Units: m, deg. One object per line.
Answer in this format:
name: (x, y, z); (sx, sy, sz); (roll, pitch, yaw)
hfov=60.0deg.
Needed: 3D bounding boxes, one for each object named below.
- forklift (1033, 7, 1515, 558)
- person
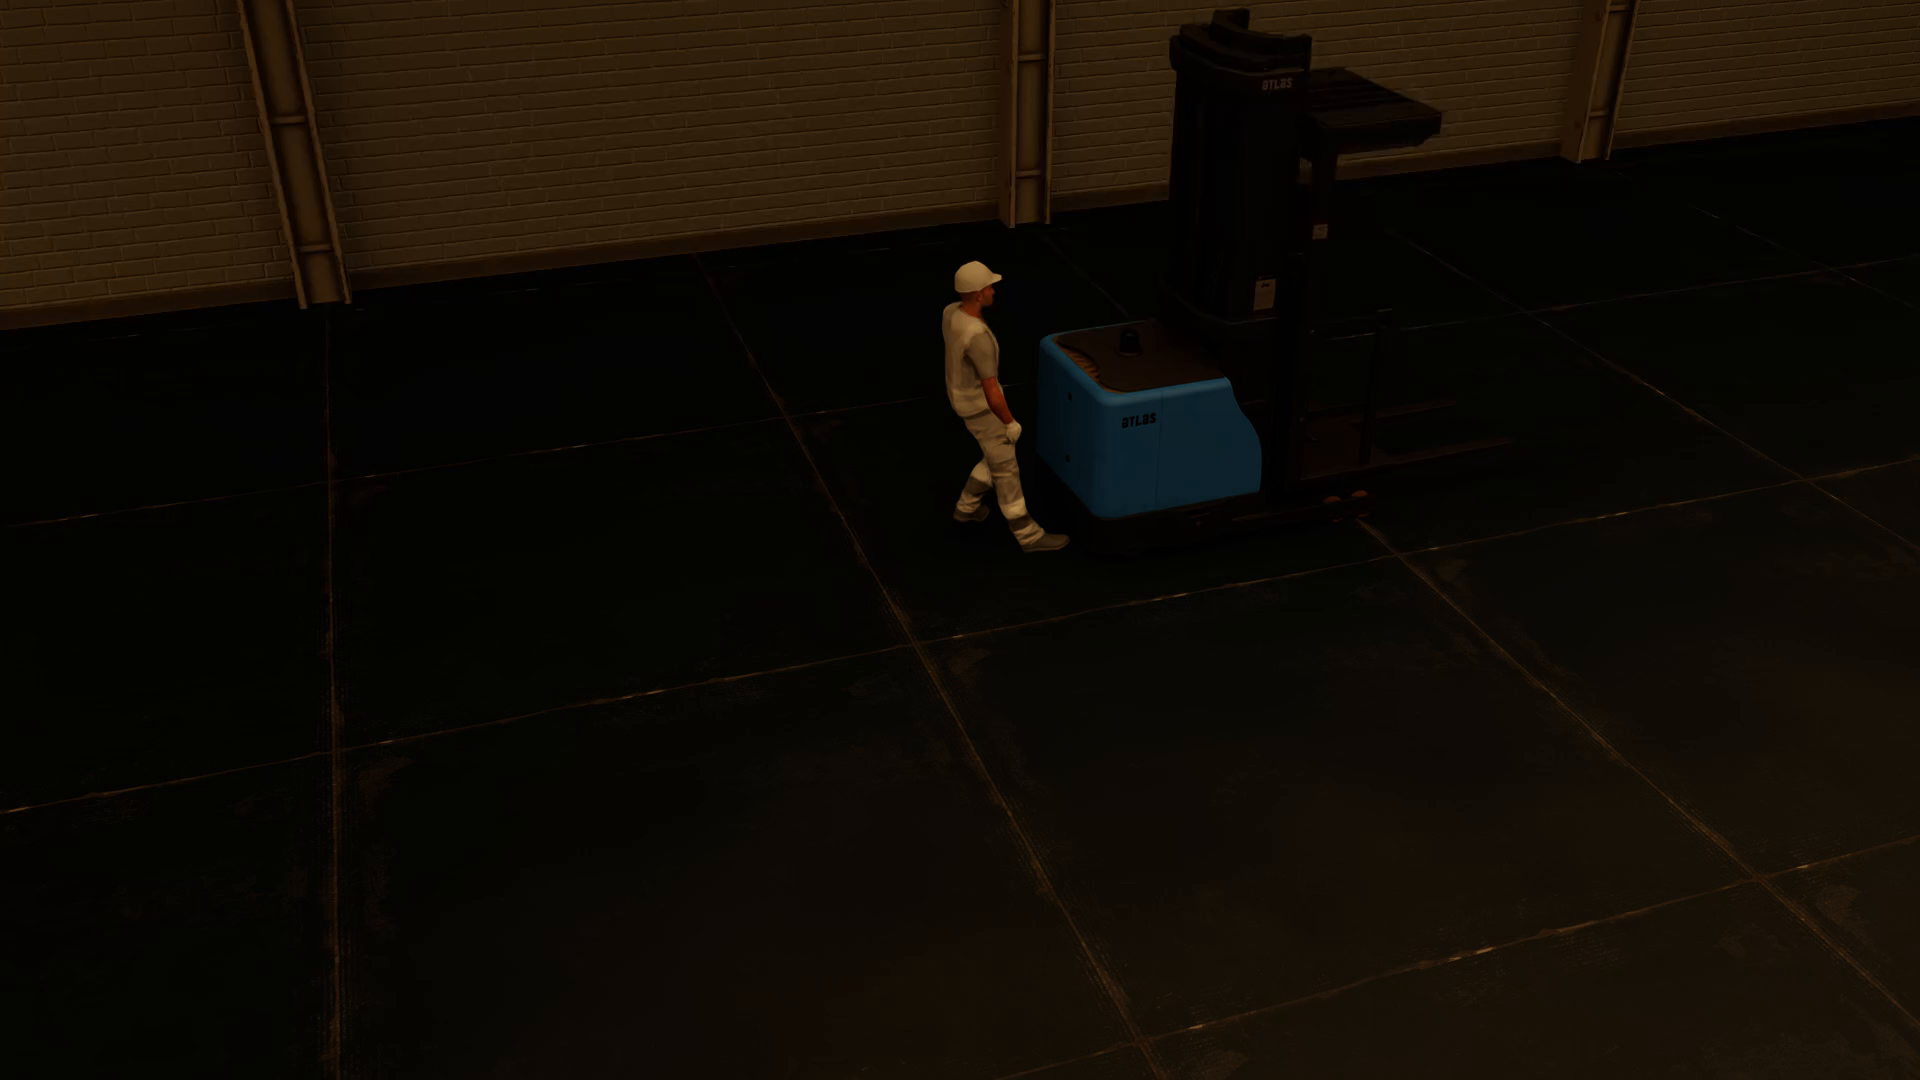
forklift: (2.033, -1.609, 9.884); (3.031, 2.935, 1.130); (-11, 32, -18)
person: (0.260, -0.811, 9.721); (0.696, 1.737, 0.718); (-6, 30, -10)
